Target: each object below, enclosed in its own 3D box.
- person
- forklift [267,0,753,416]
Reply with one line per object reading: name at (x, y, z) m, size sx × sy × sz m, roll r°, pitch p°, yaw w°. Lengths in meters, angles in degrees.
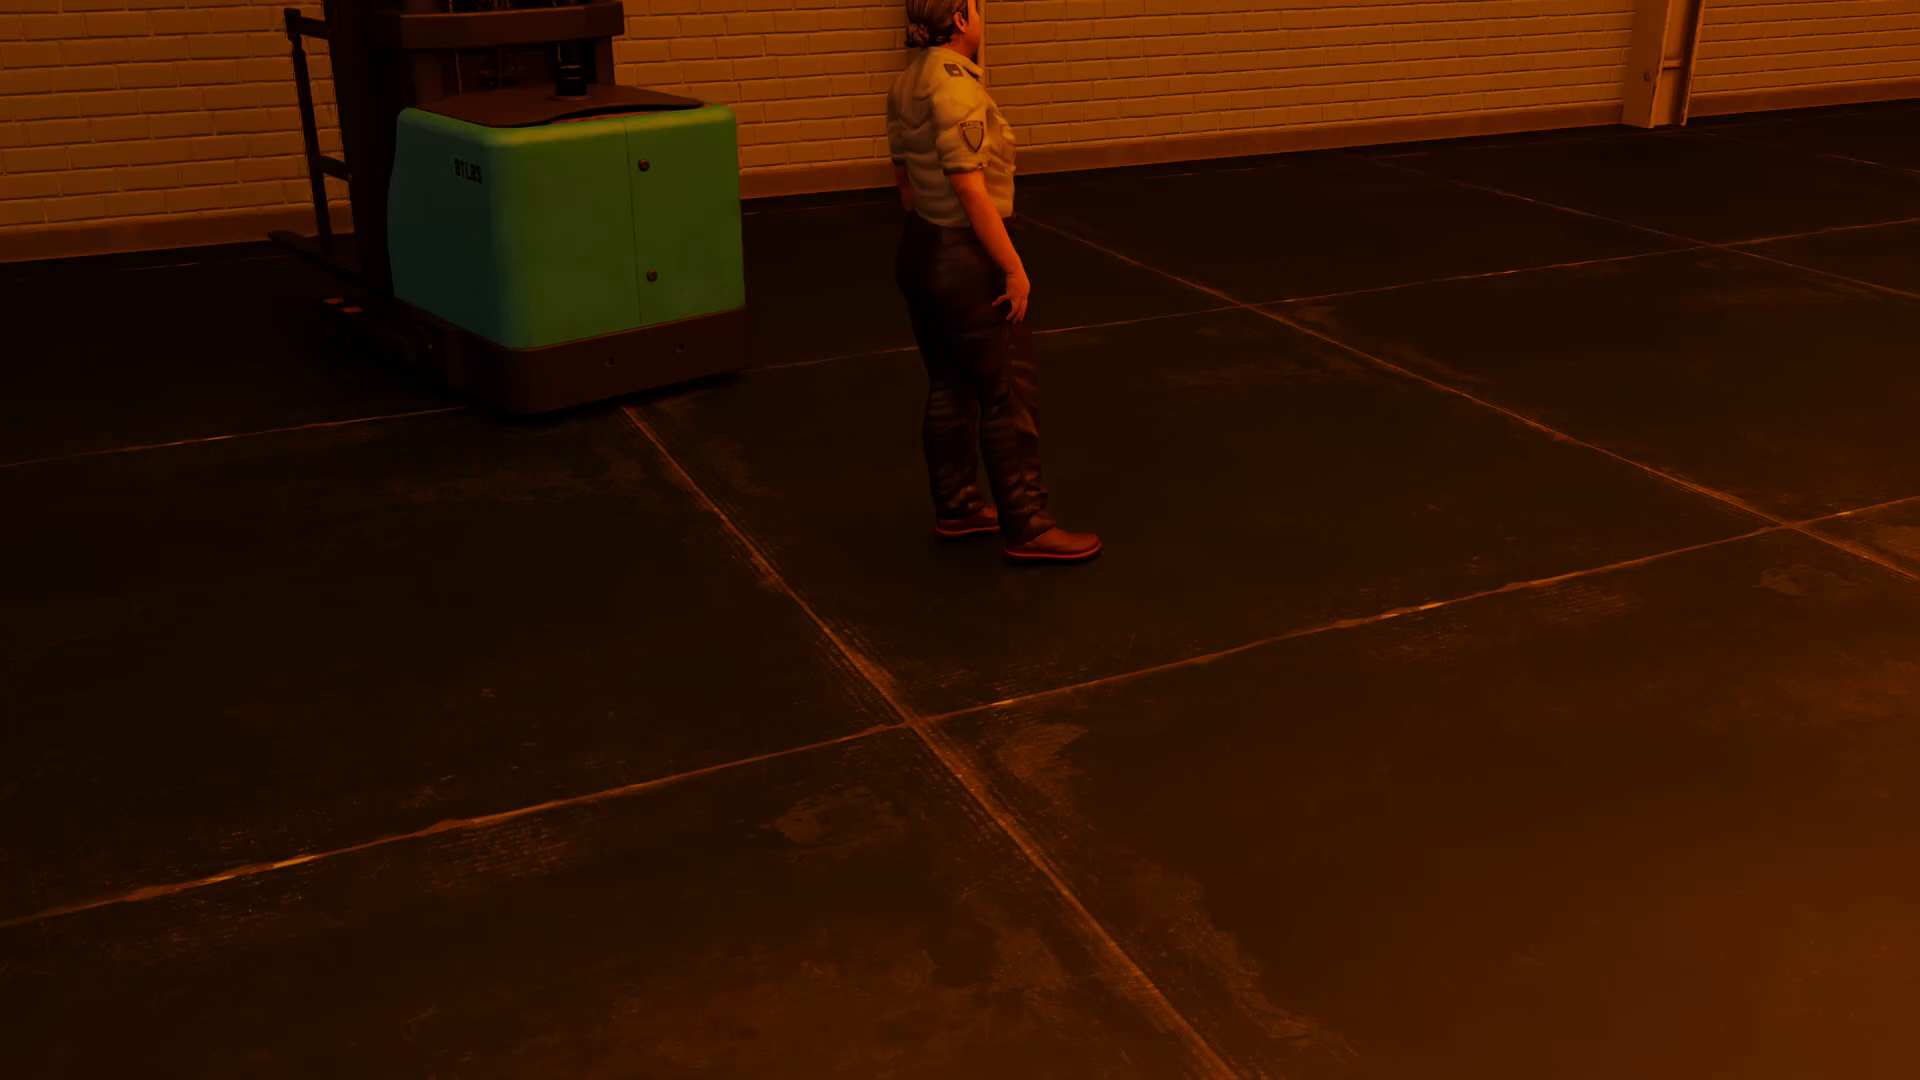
person at (0.091, -0.771, 4.805) m, size 0.503 × 1.643 × 0.598 m, roll -10°, pitch 25°, yaw -23°
forklift at (-2.162, -2.298, 6.817) m, size 1.130 × 2.935 × 3.031 m, roll -18°, pitch 29°, yaw -37°
